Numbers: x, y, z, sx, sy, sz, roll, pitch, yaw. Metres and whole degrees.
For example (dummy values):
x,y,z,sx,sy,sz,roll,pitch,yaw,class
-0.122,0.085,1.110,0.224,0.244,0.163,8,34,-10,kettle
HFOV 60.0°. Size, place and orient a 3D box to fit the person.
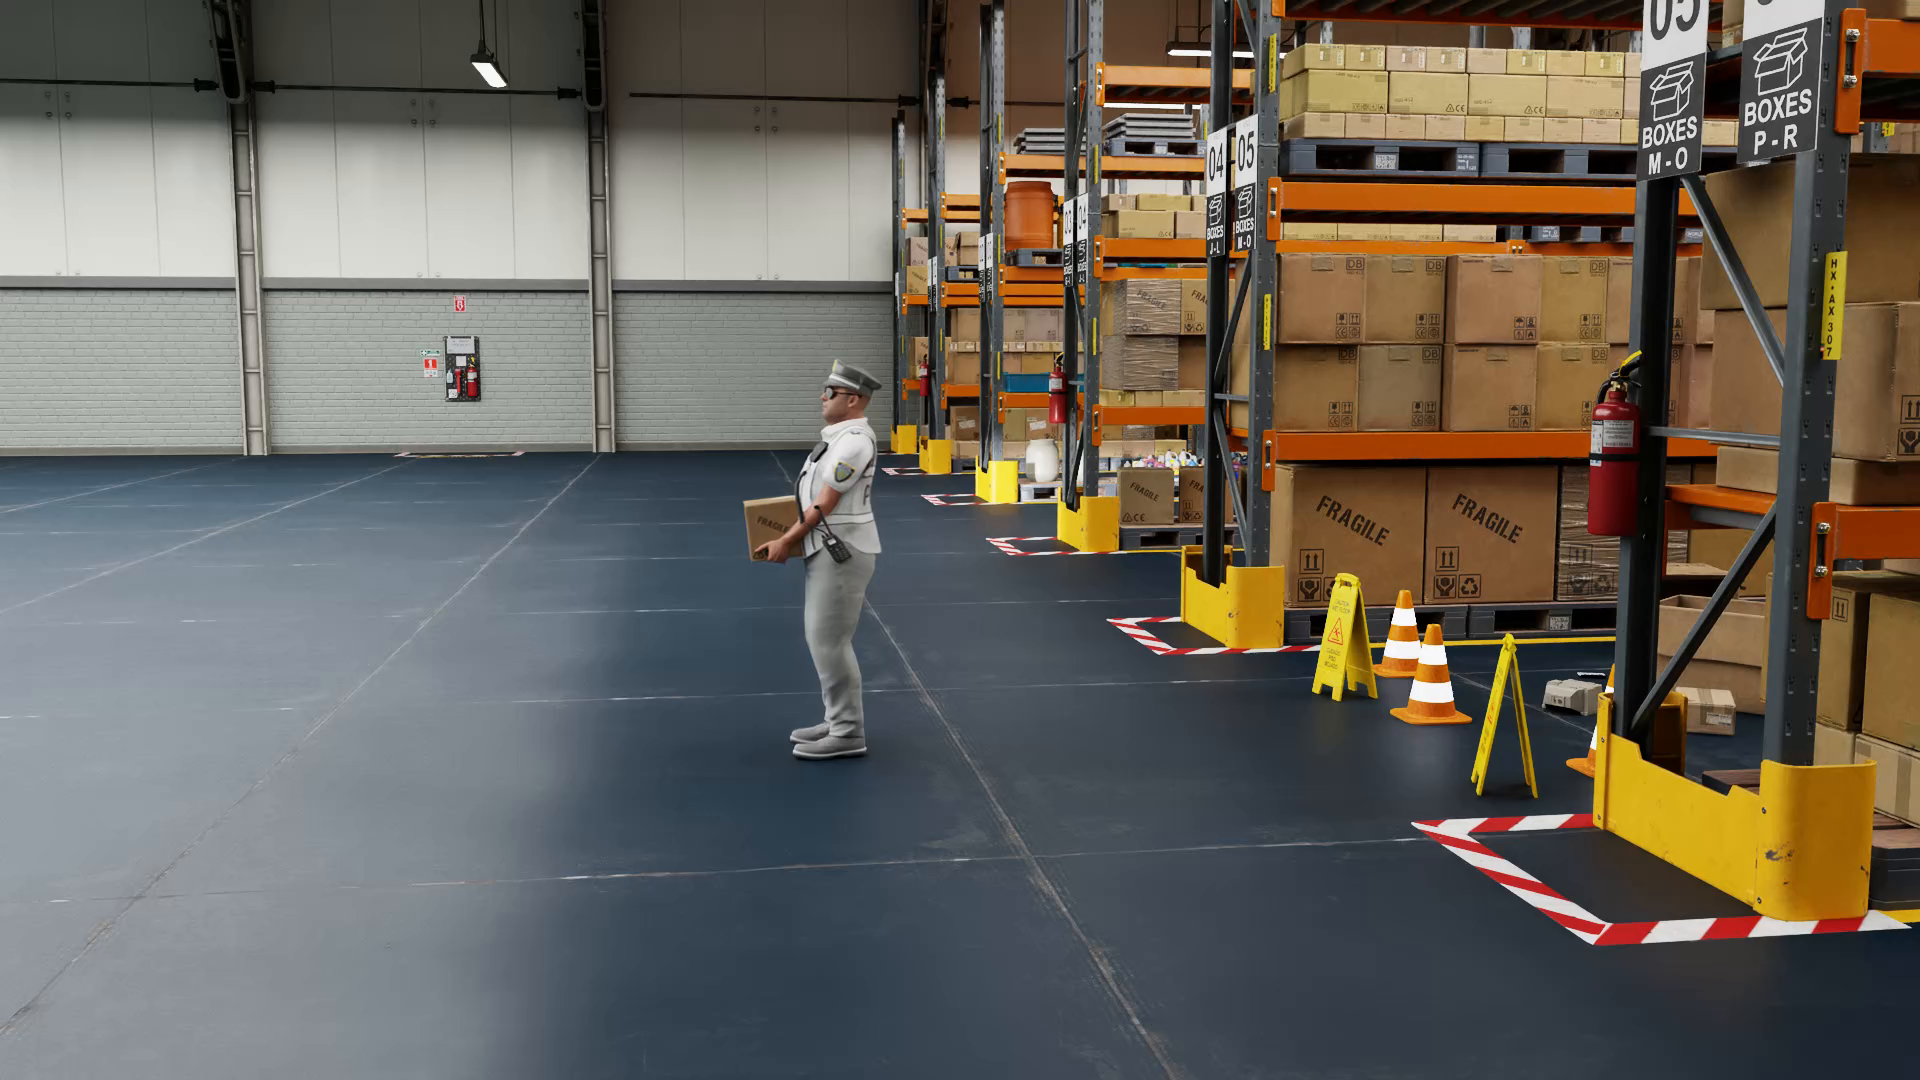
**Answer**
x,y,z,sx,sy,sz,roll,pitch,yaw,class
-0.631,0.075,7.430,0.573,1.767,0.493,-1,7,-8,person
